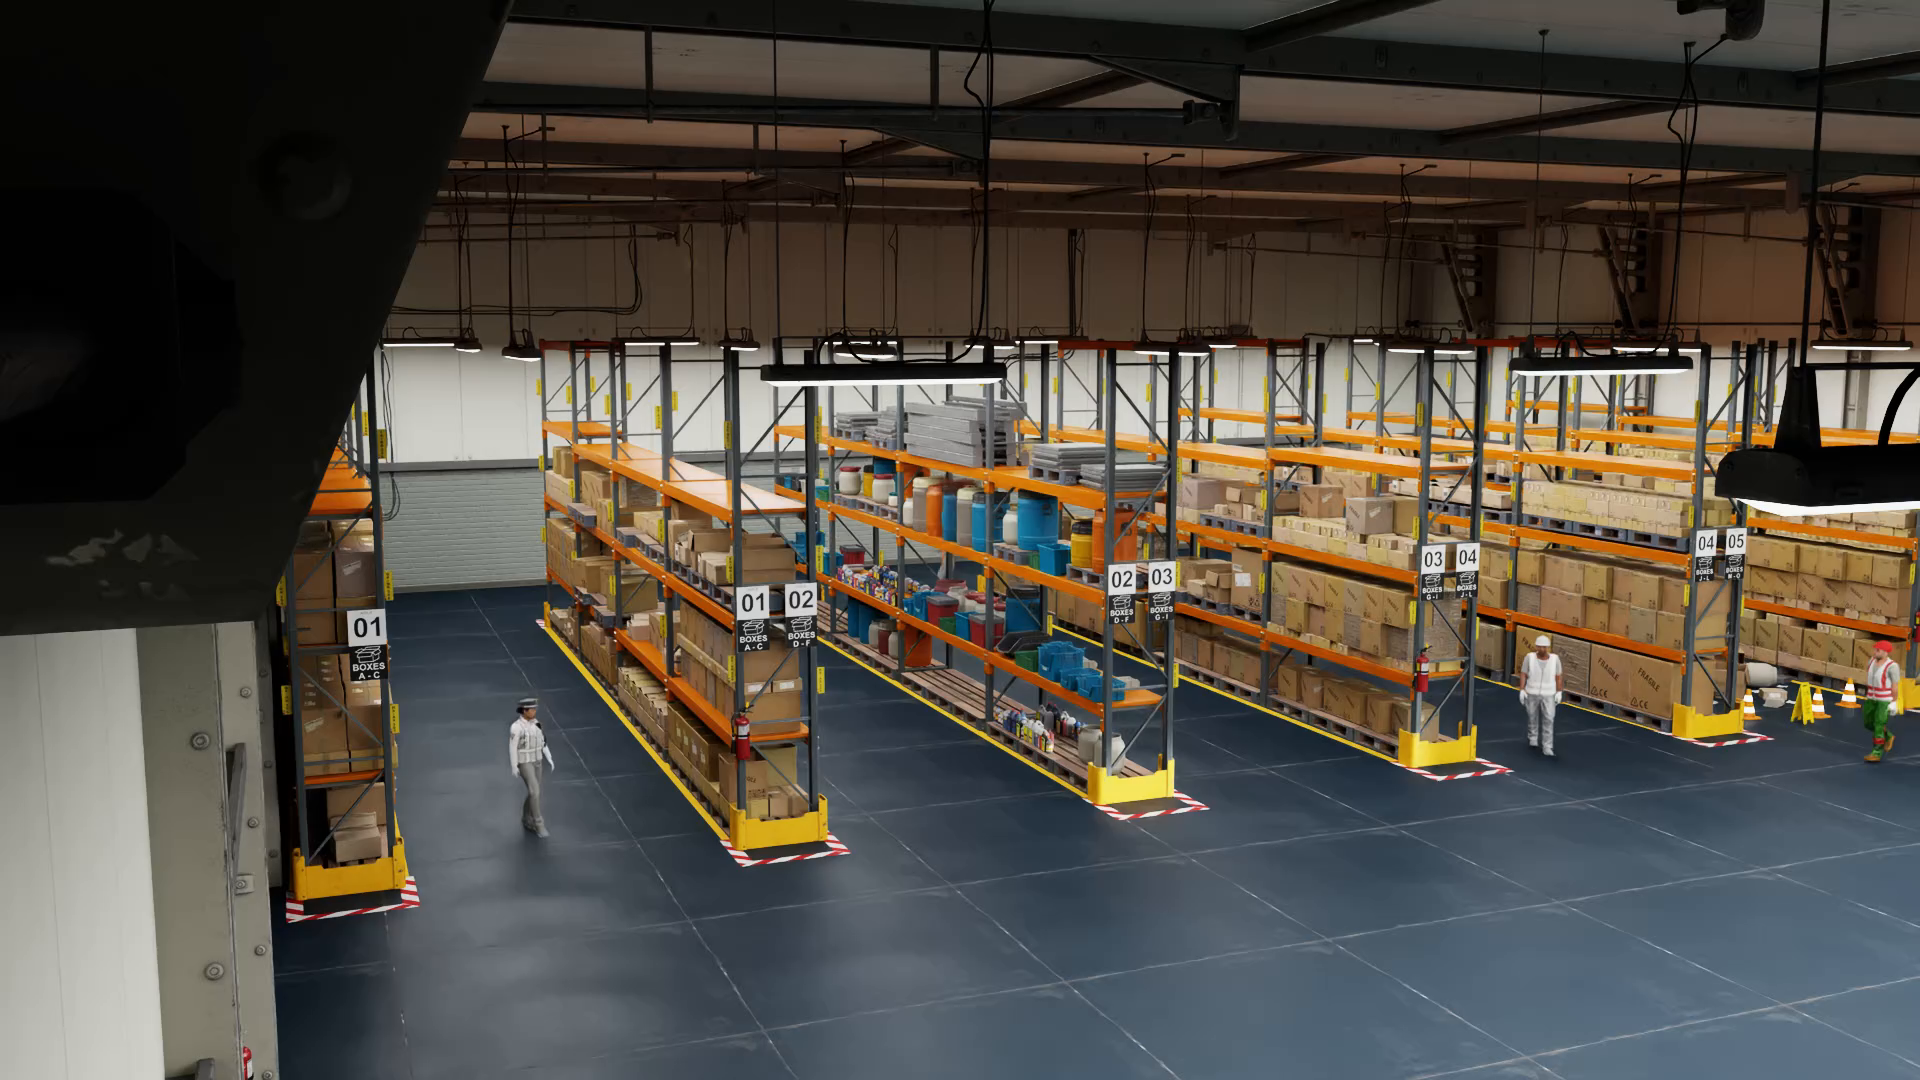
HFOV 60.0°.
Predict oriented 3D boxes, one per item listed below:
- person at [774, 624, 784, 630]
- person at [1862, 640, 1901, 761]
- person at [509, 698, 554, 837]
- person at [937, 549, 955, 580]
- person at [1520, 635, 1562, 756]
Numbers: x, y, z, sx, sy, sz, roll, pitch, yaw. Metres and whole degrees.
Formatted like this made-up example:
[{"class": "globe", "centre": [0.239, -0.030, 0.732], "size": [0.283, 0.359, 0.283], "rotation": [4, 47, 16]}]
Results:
[{"class": "person", "centre": [-3.104, 1.778, 27.167], "size": [0.574, 1.654, 0.595], "rotation": [-1, 7, -5]}, {"class": "person", "centre": [13.410, 2.313, 24.139], "size": [0.730, 1.777, 0.546], "rotation": [-3, 8, -21]}, {"class": "person", "centre": [-5.302, 2.833, 20.789], "size": [0.628, 1.698, 0.511], "rotation": [4, 8, 26]}, {"class": "person", "centre": [-0.267, 0.565, 37.955], "size": [0.547, 1.675, 0.498], "rotation": [5, 9, 34]}, {"class": "person", "centre": [8.557, 2.268, 24.516], "size": [0.586, 1.722, 1.028], "rotation": [3, 8, 22]}]
